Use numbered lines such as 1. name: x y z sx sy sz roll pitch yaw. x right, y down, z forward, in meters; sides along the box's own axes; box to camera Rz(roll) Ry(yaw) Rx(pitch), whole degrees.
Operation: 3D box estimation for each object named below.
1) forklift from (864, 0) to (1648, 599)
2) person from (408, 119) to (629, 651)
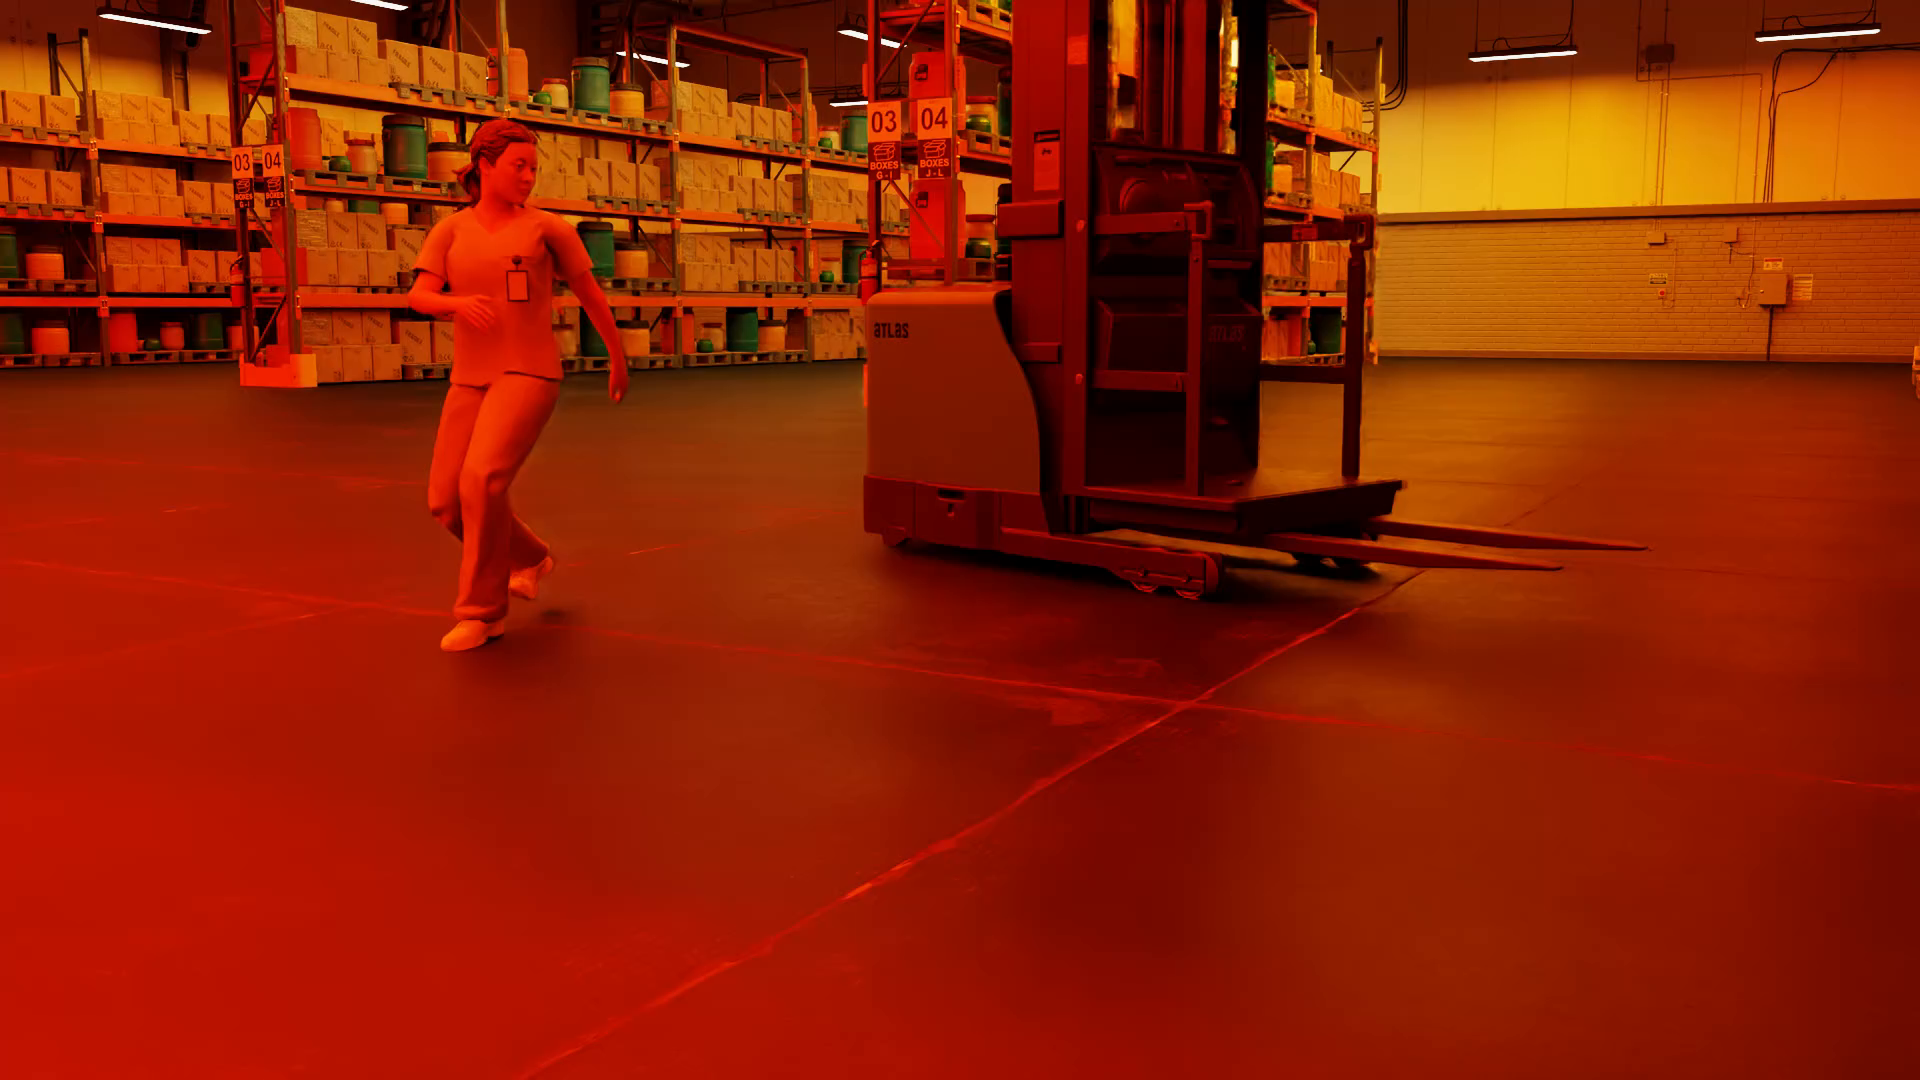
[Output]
1. forklift: 0.983 -1.323 6.180 1.130 2.935 3.031 -8 11 -44
2. person: -1.413 -0.500 5.185 0.496 1.597 0.774 2 8 16
